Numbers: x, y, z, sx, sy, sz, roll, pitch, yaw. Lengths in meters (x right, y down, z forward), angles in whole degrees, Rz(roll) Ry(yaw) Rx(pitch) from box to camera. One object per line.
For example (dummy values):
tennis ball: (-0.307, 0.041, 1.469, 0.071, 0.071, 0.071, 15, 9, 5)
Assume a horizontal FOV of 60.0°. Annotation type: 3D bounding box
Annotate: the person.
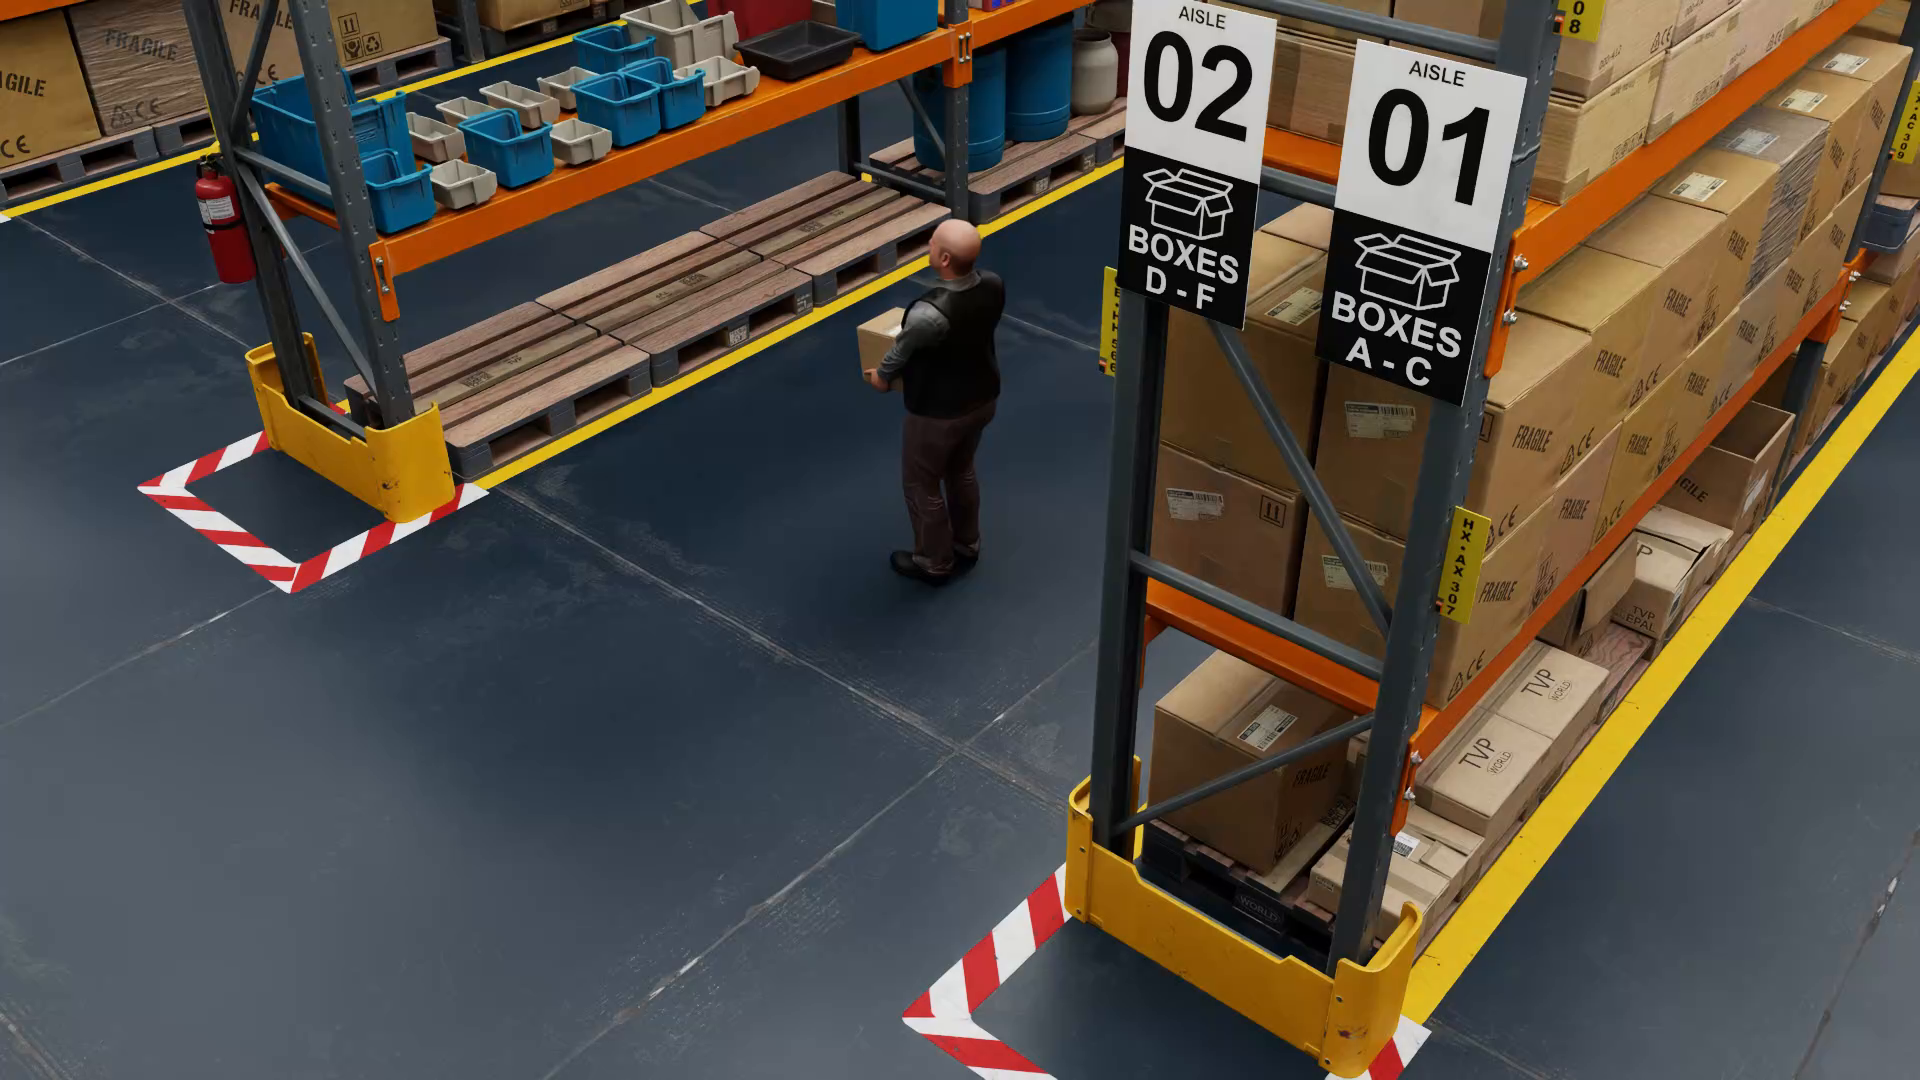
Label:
person: (-0.113, -0.597, 7.025, 0.547, 1.722, 0.508, 25, 42, 32)
